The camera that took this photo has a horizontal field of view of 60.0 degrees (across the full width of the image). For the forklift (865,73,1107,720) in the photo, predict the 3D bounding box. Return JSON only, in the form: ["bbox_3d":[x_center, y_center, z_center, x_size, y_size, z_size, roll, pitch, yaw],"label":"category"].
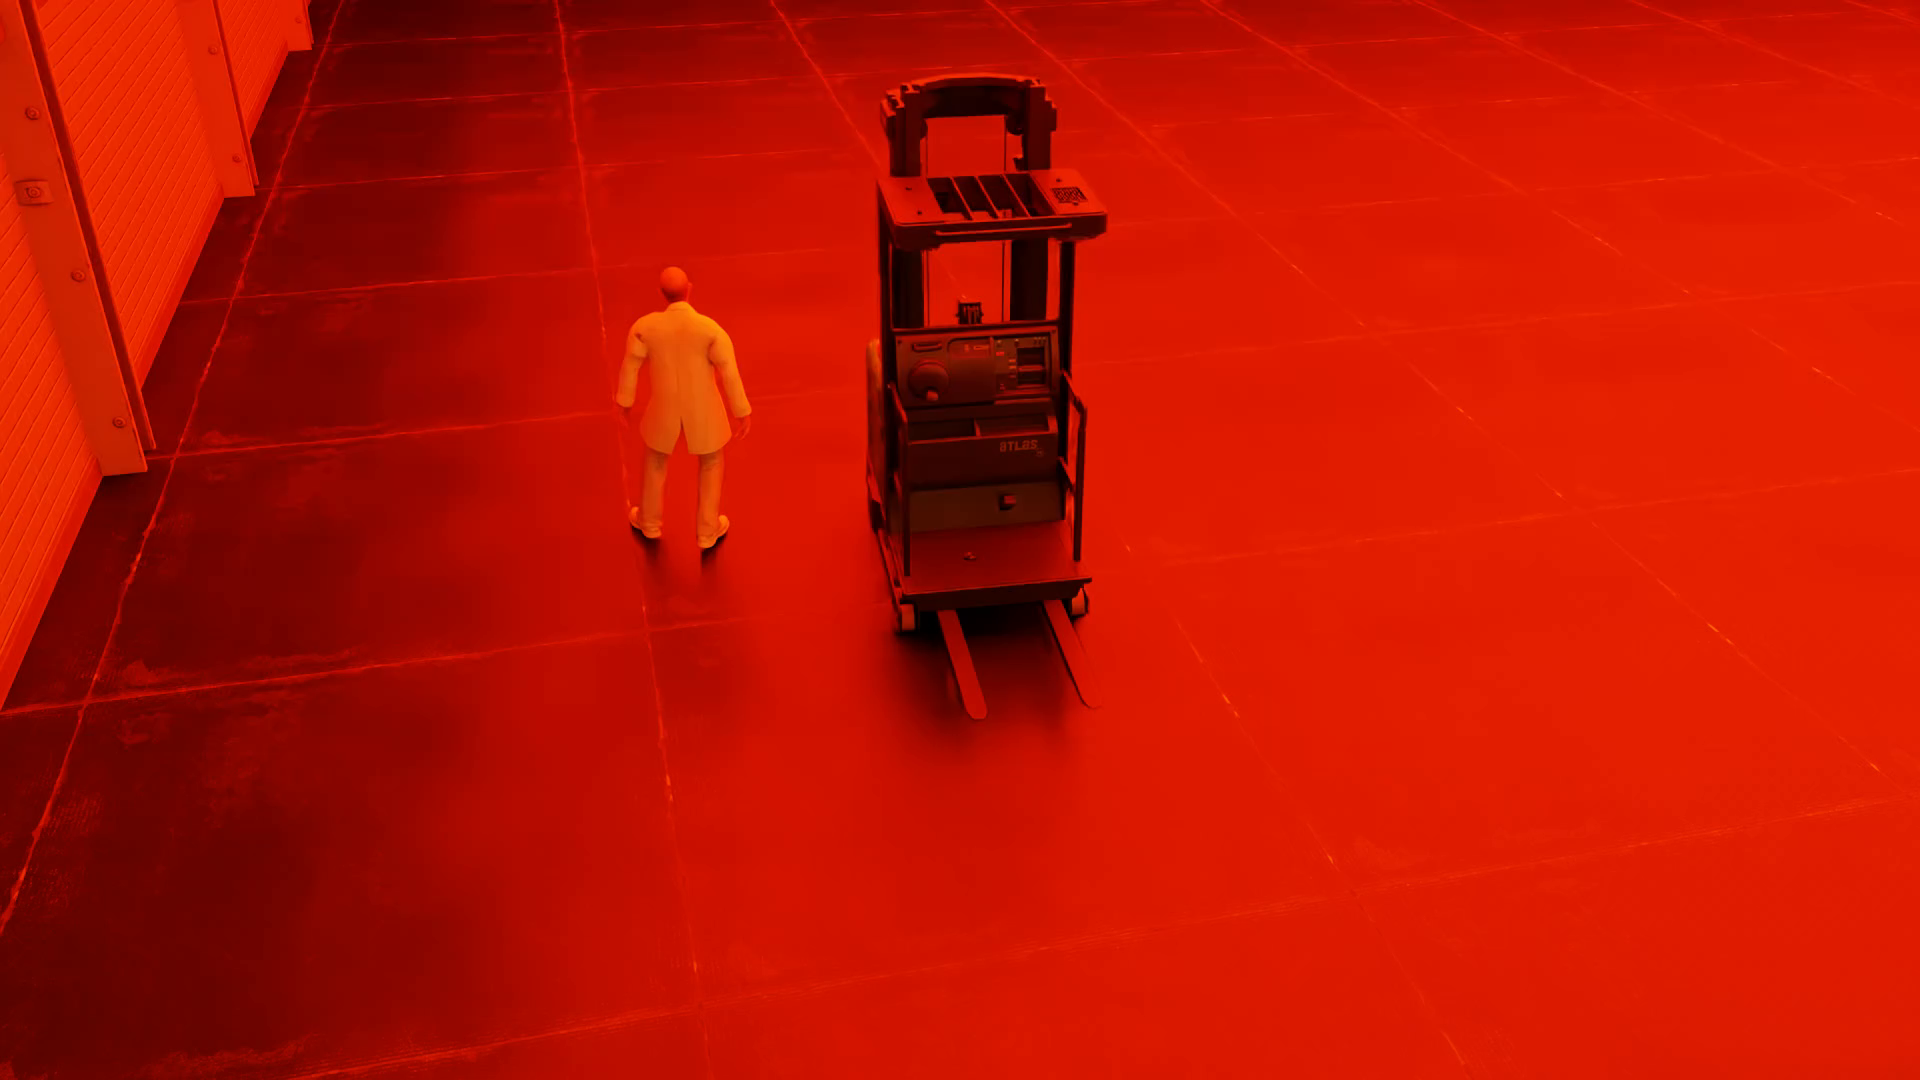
[{"bbox_3d":[0.138,-0.936,9.191,1.130,2.935,3.031,-5,30,-8],"label":"forklift"}]

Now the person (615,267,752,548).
[{"bbox_3d":[-1.686,-0.797,10.064,0.885,1.746,0.425,2,30,3],"label":"person"}]
